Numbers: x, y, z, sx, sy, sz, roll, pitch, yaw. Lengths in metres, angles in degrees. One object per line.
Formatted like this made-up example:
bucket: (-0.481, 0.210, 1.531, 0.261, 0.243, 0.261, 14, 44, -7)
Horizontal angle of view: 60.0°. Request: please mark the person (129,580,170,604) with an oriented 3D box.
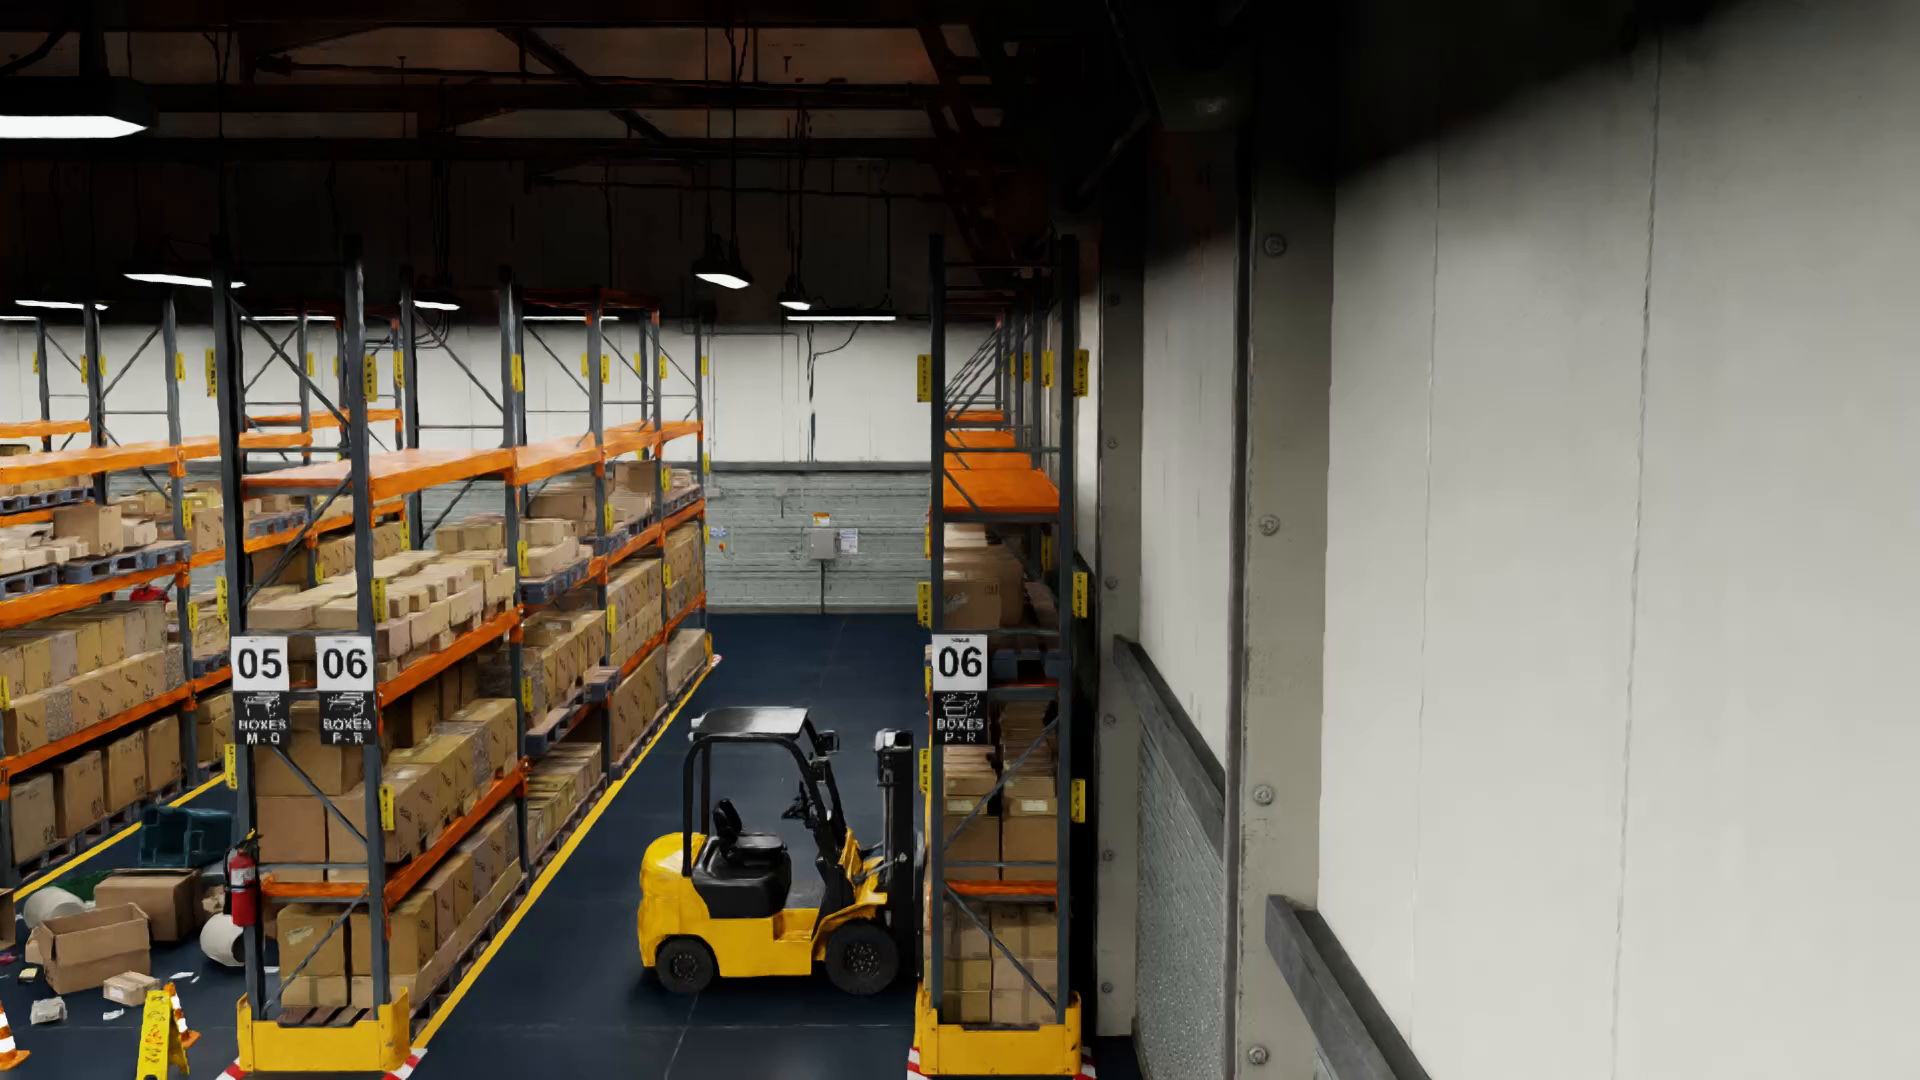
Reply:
person: (-13.140, 1.360, 26.991, 0.682, 1.676, 0.535, 0, 6, -2)
